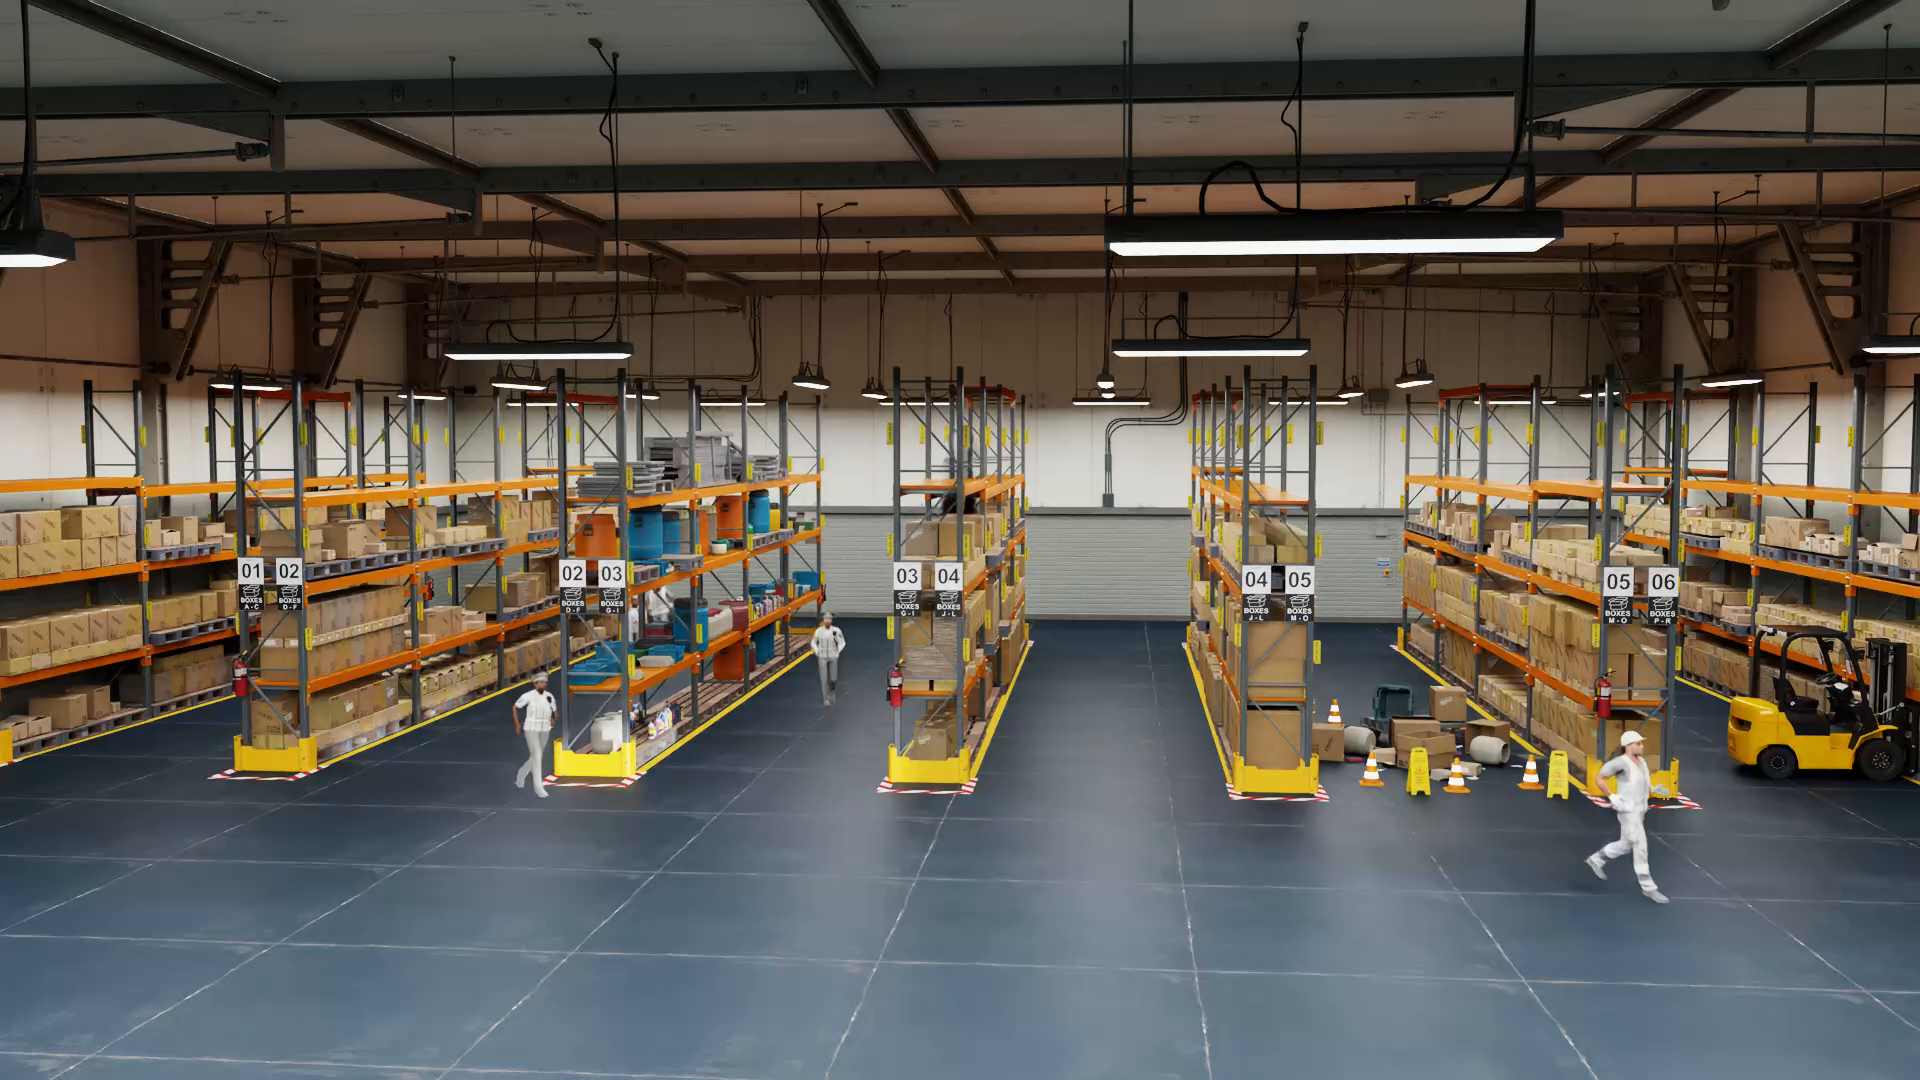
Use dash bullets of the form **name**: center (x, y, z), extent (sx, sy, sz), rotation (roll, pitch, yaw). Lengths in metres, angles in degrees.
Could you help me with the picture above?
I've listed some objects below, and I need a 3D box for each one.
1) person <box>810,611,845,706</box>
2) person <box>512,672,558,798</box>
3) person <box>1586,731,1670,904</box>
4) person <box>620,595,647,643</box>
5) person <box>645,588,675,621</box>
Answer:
- **person**: center (-2.324, 2.071, 29.193), extent (0.607, 1.655, 0.526), rotation (0, 4, -3)
- **person**: center (-5.920, 2.706, 23.381), extent (0.609, 1.689, 0.856), rotation (-3, 5, -43)
- **person**: center (7.292, 2.969, 18.121), extent (0.654, 1.796, 0.994), rotation (-3, 5, -41)
- **person**: center (-6.930, 1.985, 35.315), extent (0.577, 1.678, 0.681), rotation (-1, 4, -12)
- **person**: center (-7.031, 1.735, 38.819), extent (0.734, 1.752, 0.805), rotation (0, 4, -6)
